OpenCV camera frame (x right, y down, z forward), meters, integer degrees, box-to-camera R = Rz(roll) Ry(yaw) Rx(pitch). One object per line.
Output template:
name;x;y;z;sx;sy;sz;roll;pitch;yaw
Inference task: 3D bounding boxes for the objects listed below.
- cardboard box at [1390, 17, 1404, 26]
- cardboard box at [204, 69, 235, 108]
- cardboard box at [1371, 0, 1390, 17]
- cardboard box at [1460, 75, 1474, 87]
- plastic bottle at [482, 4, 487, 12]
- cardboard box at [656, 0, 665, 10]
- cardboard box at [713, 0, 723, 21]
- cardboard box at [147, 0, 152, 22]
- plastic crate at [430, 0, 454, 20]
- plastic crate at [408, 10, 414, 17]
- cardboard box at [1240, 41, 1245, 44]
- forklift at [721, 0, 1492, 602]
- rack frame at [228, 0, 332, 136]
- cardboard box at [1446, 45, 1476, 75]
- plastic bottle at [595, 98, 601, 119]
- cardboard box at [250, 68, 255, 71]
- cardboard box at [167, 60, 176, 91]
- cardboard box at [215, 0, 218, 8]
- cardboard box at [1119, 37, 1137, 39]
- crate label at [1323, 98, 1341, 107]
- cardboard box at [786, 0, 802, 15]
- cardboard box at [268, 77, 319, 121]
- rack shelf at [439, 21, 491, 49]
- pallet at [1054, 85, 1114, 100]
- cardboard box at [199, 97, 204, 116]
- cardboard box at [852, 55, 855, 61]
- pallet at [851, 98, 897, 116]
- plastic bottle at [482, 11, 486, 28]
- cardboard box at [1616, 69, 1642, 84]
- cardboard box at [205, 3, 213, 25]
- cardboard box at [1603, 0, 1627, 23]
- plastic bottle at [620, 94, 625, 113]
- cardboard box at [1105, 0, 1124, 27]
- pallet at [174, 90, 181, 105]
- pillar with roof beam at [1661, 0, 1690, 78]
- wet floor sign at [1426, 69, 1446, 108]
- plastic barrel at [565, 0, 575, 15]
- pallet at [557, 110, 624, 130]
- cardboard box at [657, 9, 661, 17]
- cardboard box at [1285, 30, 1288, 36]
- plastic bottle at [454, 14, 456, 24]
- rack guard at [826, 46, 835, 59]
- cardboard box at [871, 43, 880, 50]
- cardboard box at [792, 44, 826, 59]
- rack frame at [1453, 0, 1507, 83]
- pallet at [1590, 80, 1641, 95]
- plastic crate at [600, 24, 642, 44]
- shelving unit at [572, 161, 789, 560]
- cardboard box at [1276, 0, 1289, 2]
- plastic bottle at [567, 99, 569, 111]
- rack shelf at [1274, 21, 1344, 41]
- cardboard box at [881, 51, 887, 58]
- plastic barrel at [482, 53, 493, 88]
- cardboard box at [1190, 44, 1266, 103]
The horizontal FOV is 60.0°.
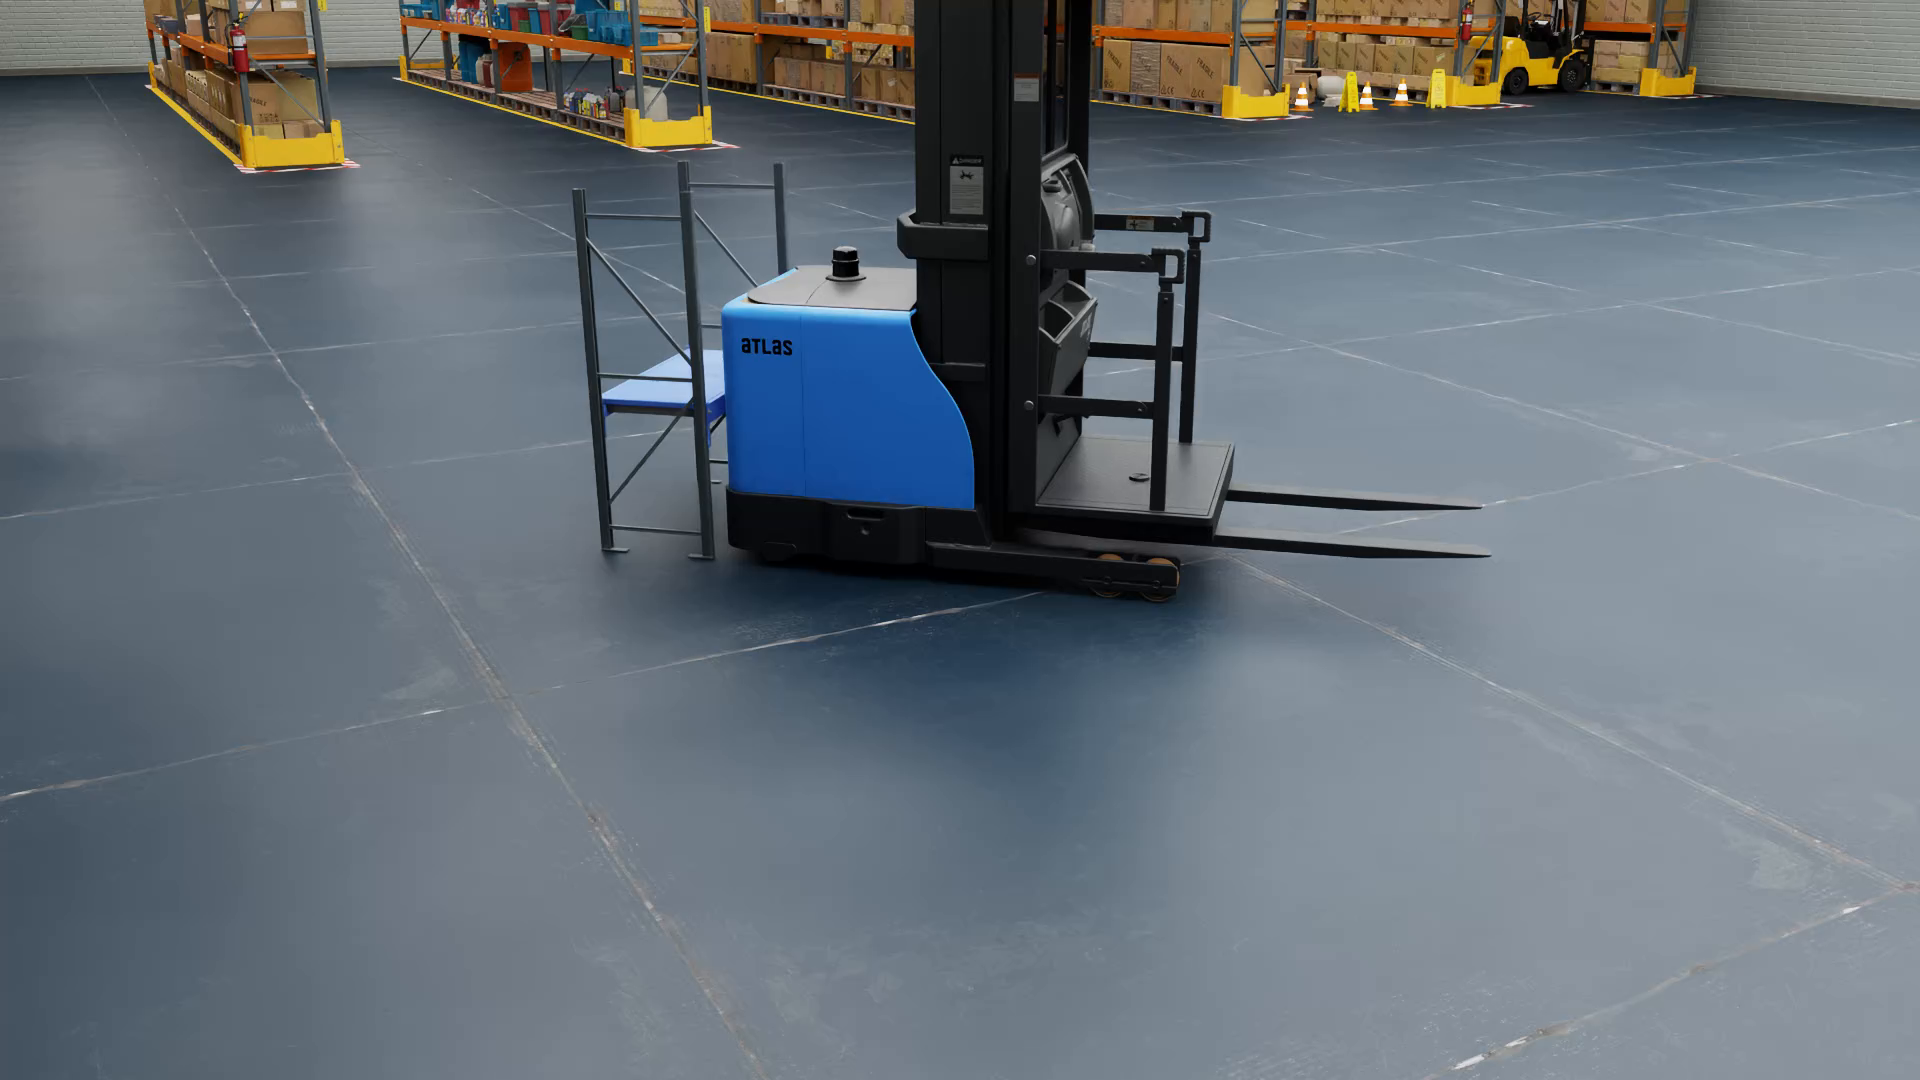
cardboard box;8.105;-9.490;30.419;0.380;0.149;0.250;-10;22;-27
cardboard box;-10.256;-6.329;23.297;0.500;0.500;0.500;-10;21;-27
cardboard box;7.947;-9.916;30.660;0.500;0.500;0.500;-10;21;-26
cardboard box;9.000;-8.351;30.305;0.500;0.250;0.500;-10;21;-27
plastic bottle;-9.041;-10.062;31.767;0.144;0.351;0.185;-10;21;-27
cardboard box;-6.211;-11.538;35.744;0.500;0.250;0.500;-10;21;-26
cardboard box;-4.555;-10.529;32.892;0.500;0.500;0.500;-10;21;-26
cardboard box;-15.435;-10.290;32.199;0.500;0.500;0.500;-10;21;-27
plastic crate;-10.161;-10.422;32.669;0.392;0.384;0.575;-10;21;-27
plastic crate;-11.309;-10.951;34.581;0.250;0.136;0.298;-10;21;-27
cardboard box;6.980;-12.818;42.868;0.700;0.500;0.500;-11;22;-29
forklift;0.613;-1.337;6.514;3.031;2.935;1.130;4;20;13
rack frame;-8.301;-6.109;20.238;1.000;3.000;0.127;-10;21;-27
cardboard box;8.988;-8.712;30.202;0.500;0.500;0.500;-11;22;-28
plastic bottle;-5.270;-6.289;24.250;0.061;0.283;0.133;-9;21;-25
cardboard box;-11.635;-7.457;26.857;0.500;0.311;0.500;-9;21;-25
cardboard box;-13.985;-8.404;30.045;0.500;0.500;0.500;-11;22;-29
cardboard box;-9.758;-7.211;22.284;0.380;0.149;0.250;-11;22;-28
cardboard box;4.242;-11.393;38.163;0.875;0.875;0.875;-9;21;-25
crate label;6.557;-7.695;29.221;0.298;0.136;0.250;11;22;30
cardboard box;-2.787;-9.550;29.795;0.500;0.250;0.500;-11;22;-28
cardboard box;-8.599;-5.694;21.457;0.500;0.500;0.500;-10;21;-27
rack shelf;-8.689;-9.406;30.895;1.077;0.370;4.000;-10;21;-27
pallet;2.499;-8.422;31.215;1.003;0.211;1.213;-10;21;-27
cardboard box;-11.135;-6.523;25.007;0.500;0.250;0.500;-9;21;-25
cardboard box;-2.454;-11.403;39.305;0.380;0.149;0.250;-10;21;-26
pallet;-1.131;-7.285;27.921;1.003;0.211;1.213;-10;21;-27
plastic bottle;-8.416;-9.233;29.470;0.061;0.283;0.133;-10;21;-27
cardboard box;13.005;-8.932;31.990;0.500;0.250;0.500;-10;21;-26
cardboard box;-11.039;-7.823;25.050;0.500;0.500;0.500;-10;21;-27
cardboard box;12.803;-10.246;32.072;0.500;0.500;0.500;-9;21;-25
plastic bottle;-5.114;-6.636;25.255;0.061;0.283;0.133;-10;21;-27
cardboard box;3.118;-9.497;29.826;0.875;0.550;0.550;-10;21;-27
pallet;-13.580;-8.008;30.016;1.003;0.211;1.213;-10;21;-27
pillar with roof beam;10.180;-12.456;29.434;9.100;9.000;0.400;-10;21;-27
wet floor sign;8.288;-7.845;28.876;0.267;0.644;0.232;-3;19;-8
plastic barrel;-6.101;-8.397;26.658;0.433;0.535;0.433;0;19;0
pallet;-5.558;-6.506;25.663;1.003;0.211;1.213;-10;21;-27
cardboard box;-6.324;-11.374;35.881;0.380;0.149;0.250;-10;22;-28
cardboard box;8.076;-12.432;40.756;0.380;0.149;0.250;-11;22;-29
plastic bottle;-9.503;-9.864;31.423;0.097;0.201;0.097;0;19;0
rack guard;-2.730;-11.772;40.479;1.175;0.500;0.348;-10;21;-27
cardboard box;-1.810;-11.308;38.119;0.380;0.149;0.250;-11;22;-29
cardboard box;-2.775;-8.982;30.570;0.500;0.250;0.500;-7;20;-21
rack frame;9.140;-9.178;29.130;1.000;3.000;0.127;-10;21;-27
pallet;13.106;-8.843;32.433;1.003;0.211;1.213;-10;21;-27
plastic crate;-4.745;-7.090;23.307;0.499;0.251;0.408;-10;21;-27
shelving unit;-1.141;-0.811;7.176;0.538;1.500;1.048;4;20;14
cardboard box;6.583;-10.952;33.018;0.500;0.500;0.500;-10;21;-26
plastic bottle;-5.978;-6.691;25.540;0.097;0.201;0.097;0;19;0
rack shelf;6.291;-10.560;34.239;1.077;0.370;4.000;-10;21;-27
cardboard box;-1.578;-11.009;37.709;0.380;0.149;0.250;-11;22;-29
plastic barrel;-8.523;-8.693;30.777;0.600;0.588;0.708;-10;21;-27
cardboard box;4.451;-7.761;27.636;0.875;0.875;0.875;-10;21;-26
